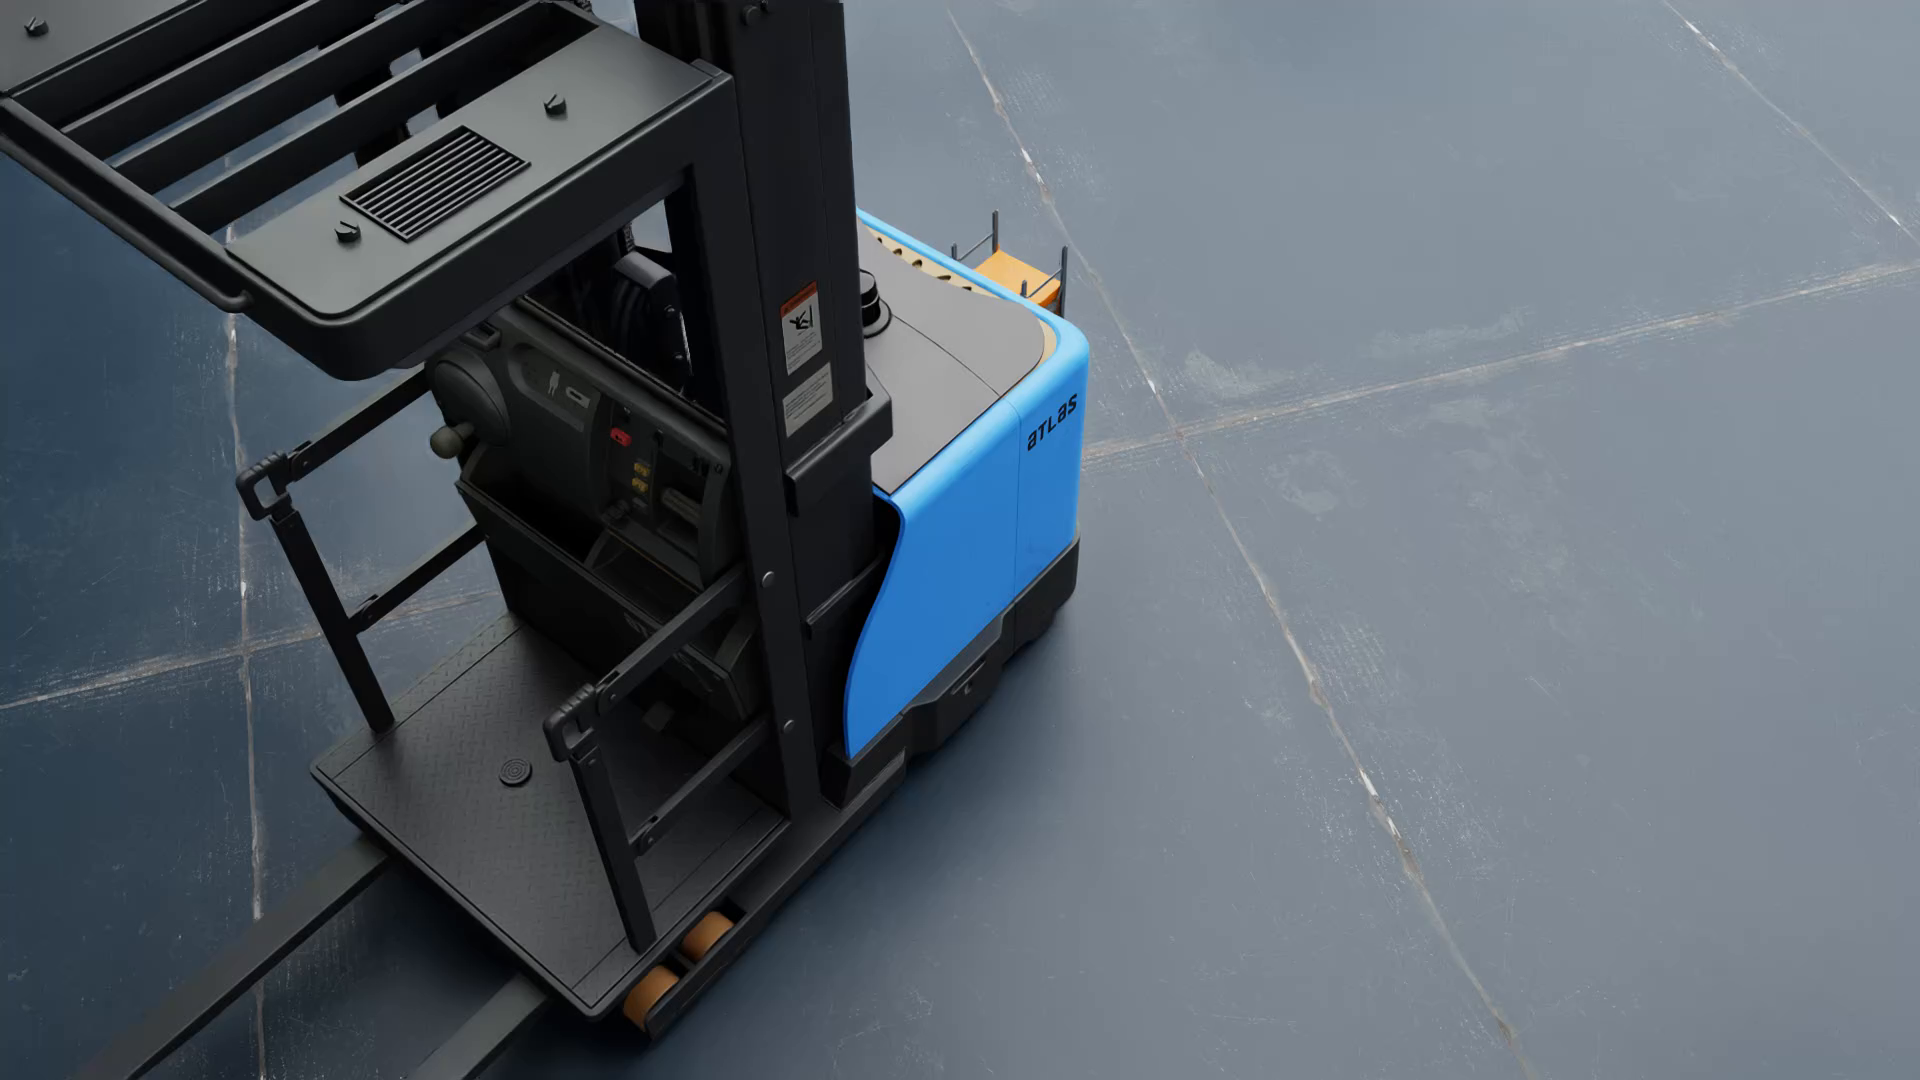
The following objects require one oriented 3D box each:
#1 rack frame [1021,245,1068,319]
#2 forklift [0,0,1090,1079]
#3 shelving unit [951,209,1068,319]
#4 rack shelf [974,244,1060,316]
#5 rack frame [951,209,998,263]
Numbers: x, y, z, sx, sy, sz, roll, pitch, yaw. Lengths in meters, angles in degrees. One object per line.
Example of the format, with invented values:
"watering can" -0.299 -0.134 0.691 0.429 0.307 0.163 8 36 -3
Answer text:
"rack frame" 0.233 -0.408 4.905 0.008 1.050 0.200 32 57 25
"forklift" -0.969 -0.148 3.457 1.130 2.935 3.031 32 57 24
"shelving unit" 0.139 -0.467 4.956 0.252 1.050 0.215 32 57 25
"rack shelf" 0.137 -0.644 4.748 0.240 0.259 0.215 32 57 25
"rack frame" 0.045 -0.525 5.006 0.008 1.050 0.200 32 57 25
